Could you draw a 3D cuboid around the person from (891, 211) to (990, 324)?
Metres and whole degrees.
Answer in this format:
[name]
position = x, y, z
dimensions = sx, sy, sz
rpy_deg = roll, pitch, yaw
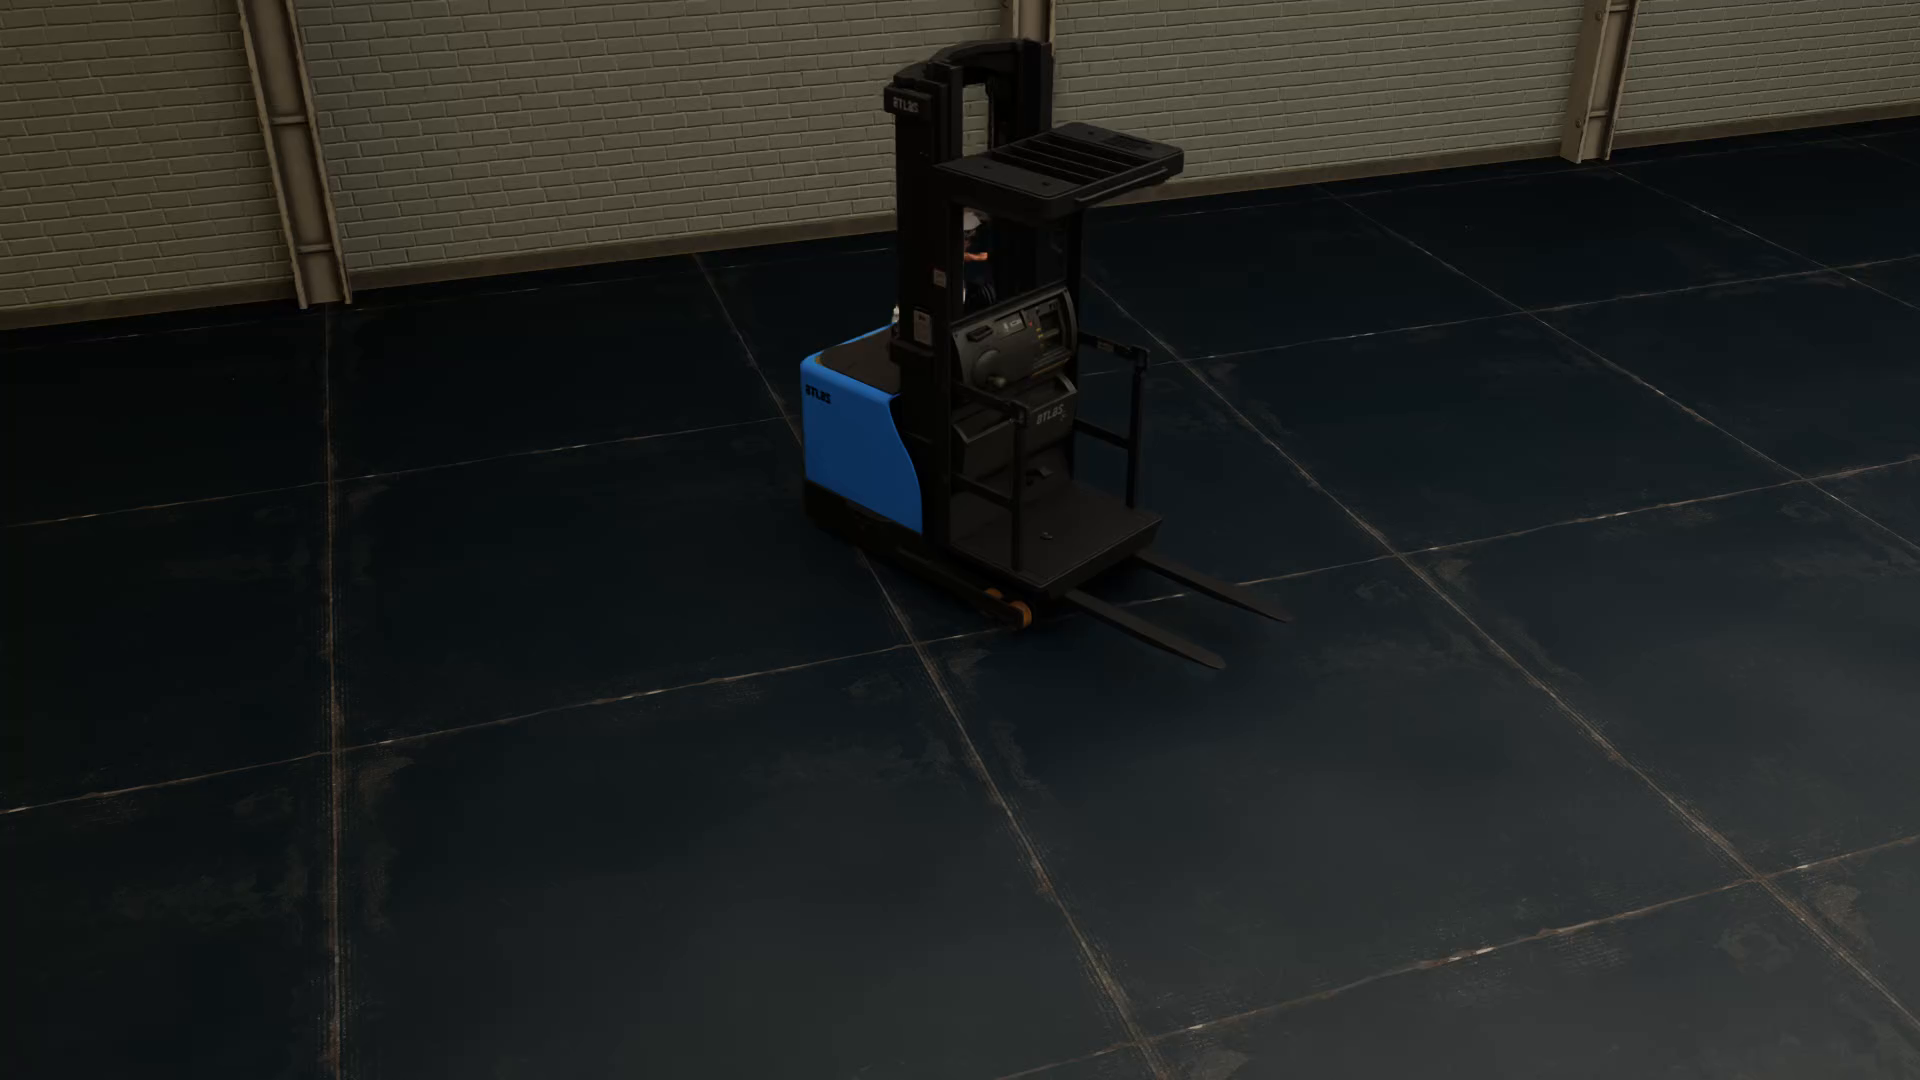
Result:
[person]
position = 0.054, -1.341, 10.837
dimensions = 0.939, 1.503, 1.230
rpy_deg = -13, 32, -21

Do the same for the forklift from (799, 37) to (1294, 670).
[forklift]
position = 0.457, -1.063, 8.935
dimensions = 3.031, 2.935, 1.130
rpy_deg = 25, 39, 37
